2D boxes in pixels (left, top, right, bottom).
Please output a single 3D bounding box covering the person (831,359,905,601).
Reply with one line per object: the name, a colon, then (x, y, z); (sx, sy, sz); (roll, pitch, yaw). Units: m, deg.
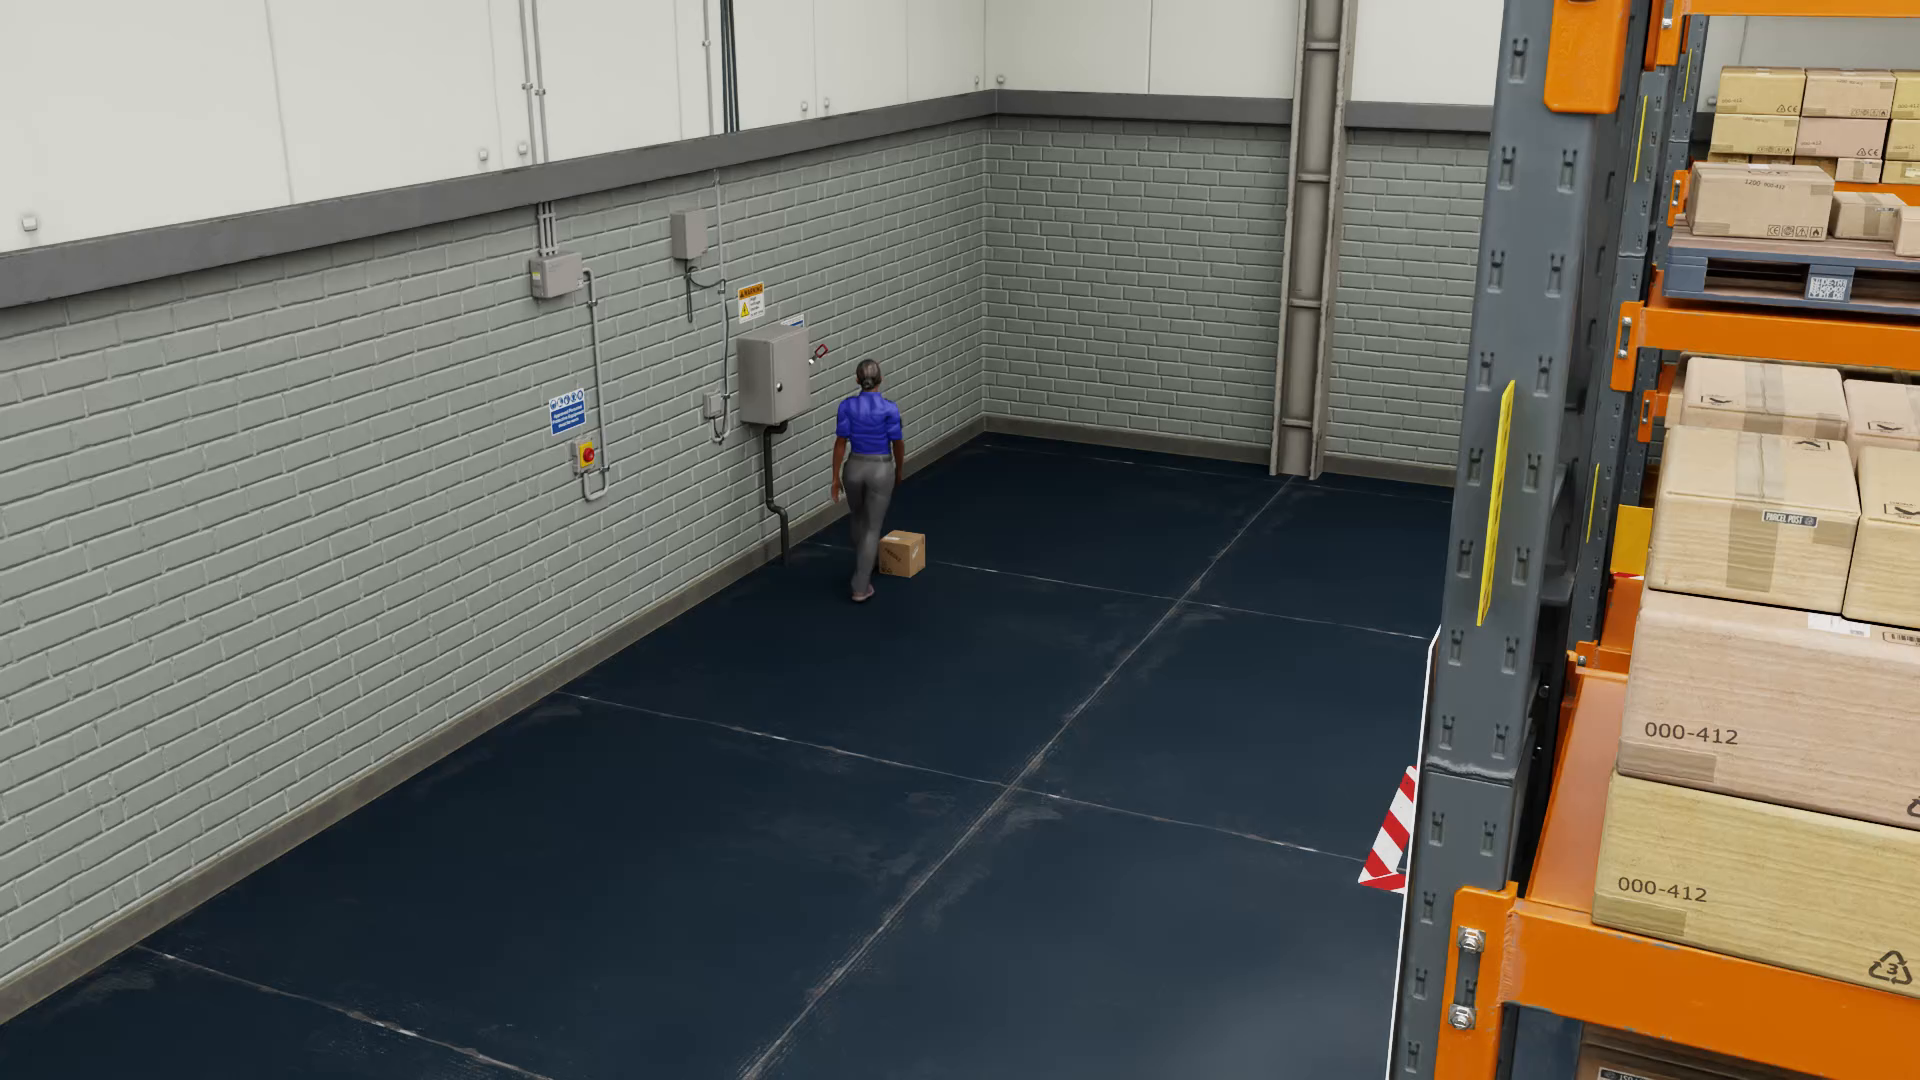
person: (-0.582, -0.465, 11.372); (0.463, 1.629, 0.840); (6, 20, 16)
